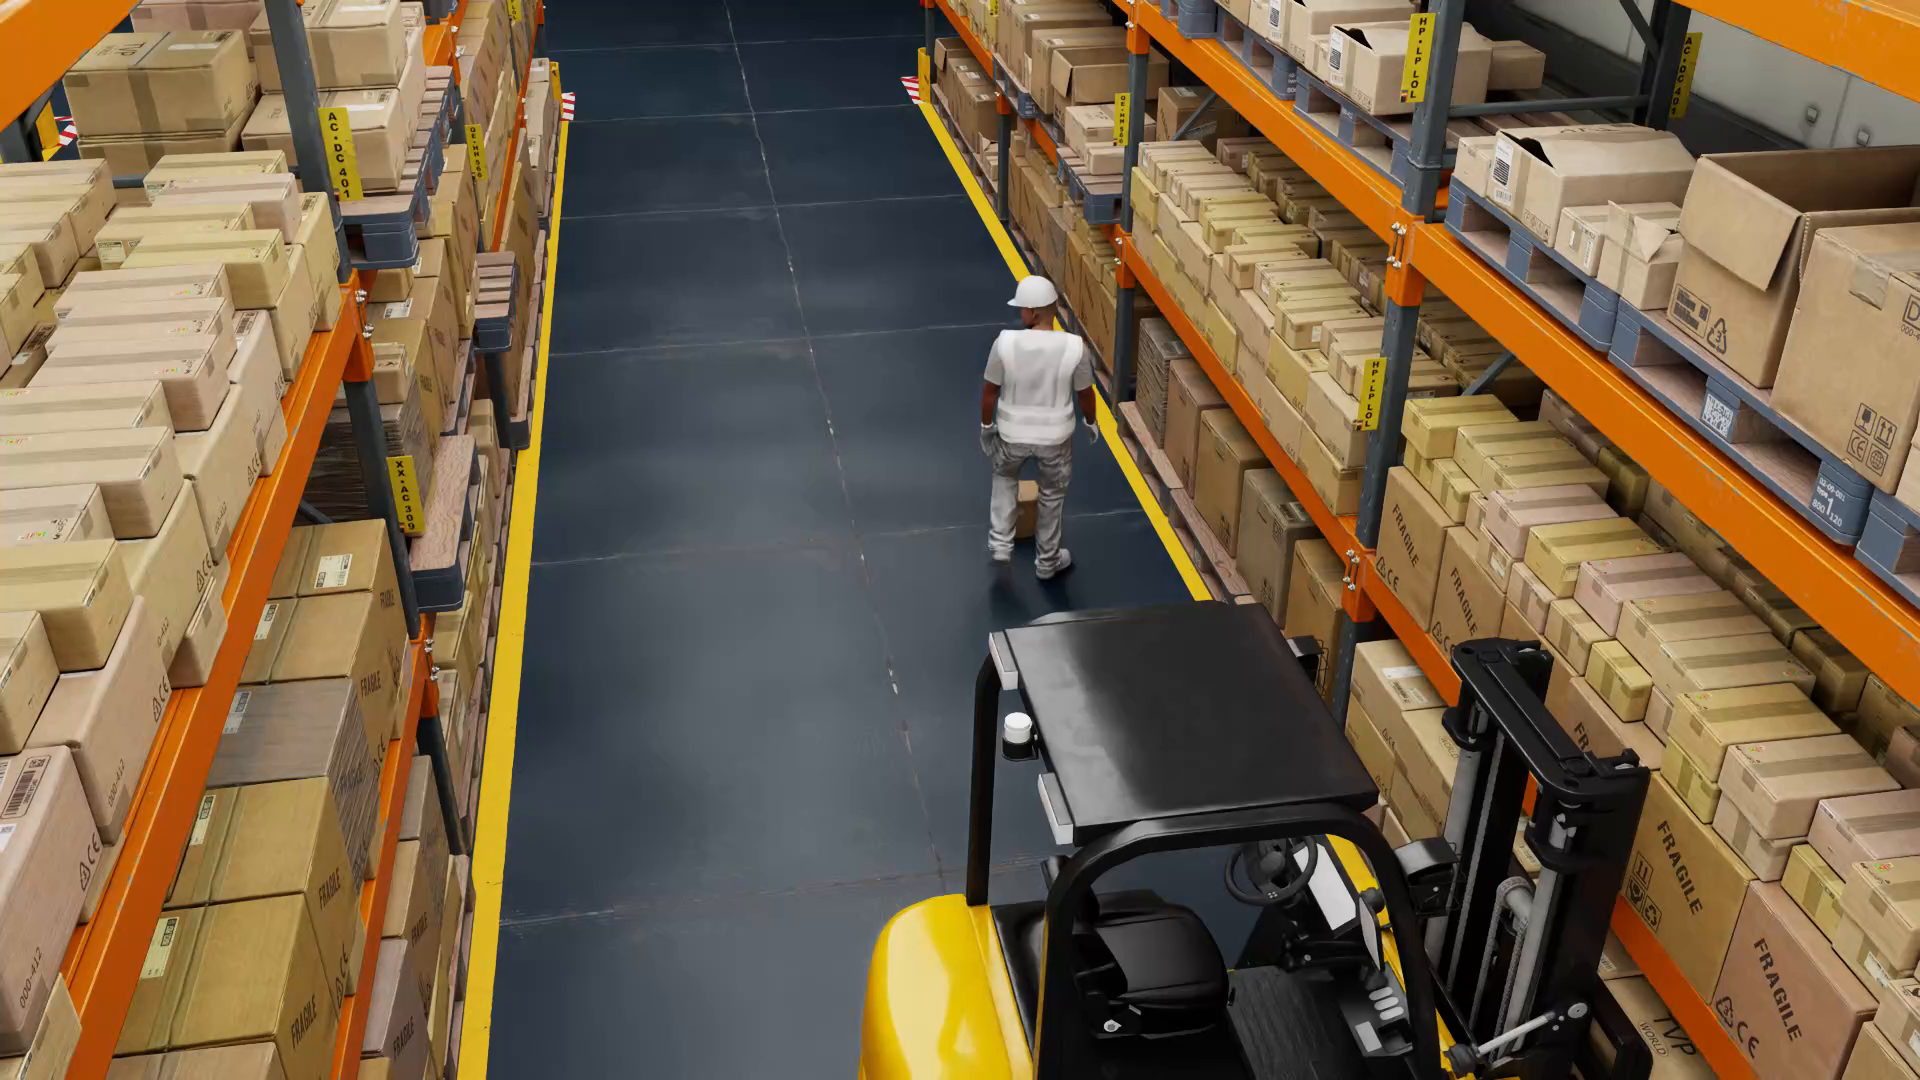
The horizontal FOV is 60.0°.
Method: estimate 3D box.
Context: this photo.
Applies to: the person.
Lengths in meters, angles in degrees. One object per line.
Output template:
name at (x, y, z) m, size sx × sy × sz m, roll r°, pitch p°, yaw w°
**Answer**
person at (0.430, -0.591, 9.080) m, size 0.621 × 1.780 × 0.481 m, roll 6°, pitch 31°, yaw 10°
